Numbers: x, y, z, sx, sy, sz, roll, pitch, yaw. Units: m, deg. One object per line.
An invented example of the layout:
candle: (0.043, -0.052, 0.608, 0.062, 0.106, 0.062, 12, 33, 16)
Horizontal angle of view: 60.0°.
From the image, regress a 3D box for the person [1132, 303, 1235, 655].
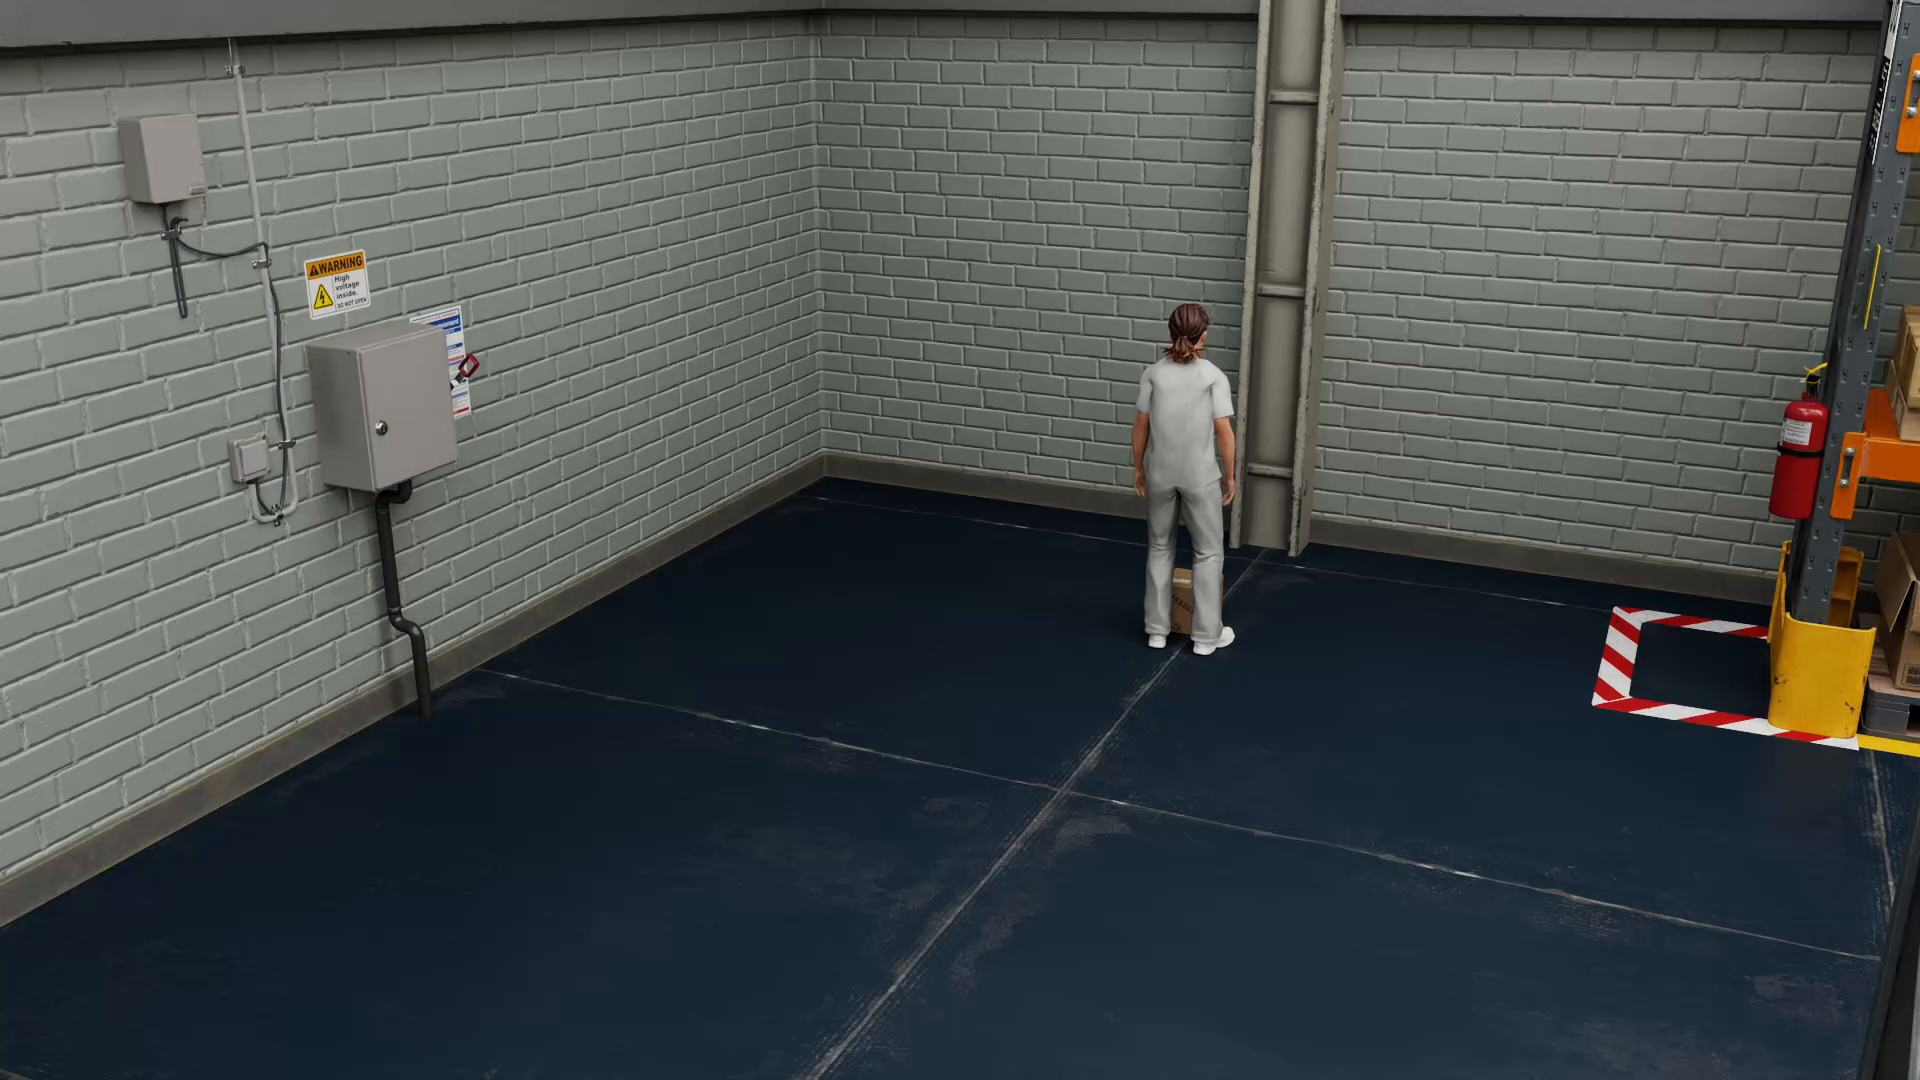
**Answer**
person: (1.066, -0.286, 7.894, 0.513, 1.673, 0.356, 7, 20, 20)
